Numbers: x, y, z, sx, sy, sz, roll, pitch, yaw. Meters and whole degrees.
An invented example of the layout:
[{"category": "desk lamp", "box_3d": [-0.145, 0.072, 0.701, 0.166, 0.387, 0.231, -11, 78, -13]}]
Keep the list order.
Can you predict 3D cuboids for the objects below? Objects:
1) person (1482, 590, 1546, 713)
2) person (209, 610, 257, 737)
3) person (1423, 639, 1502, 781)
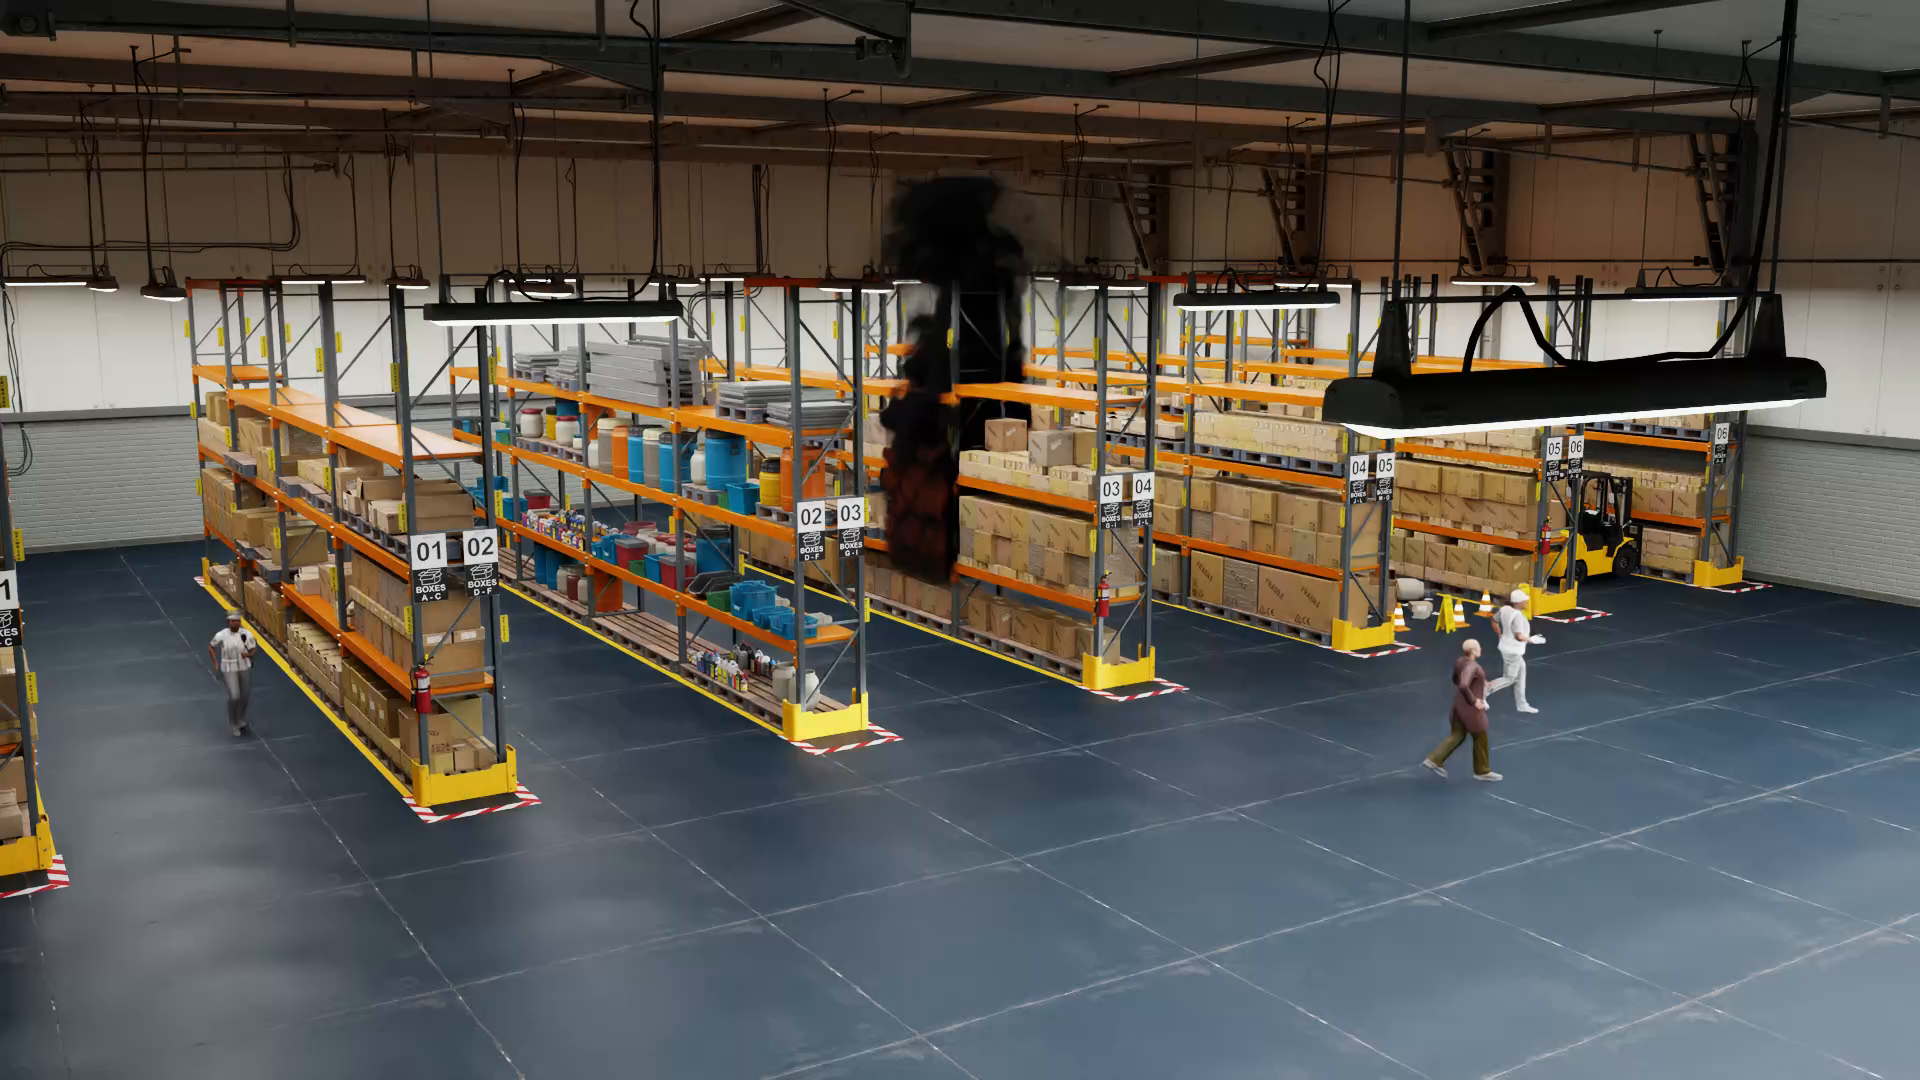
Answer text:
[{"category": "person", "box_3d": [7.683, 1.570, 23.298, 0.967, 1.773, 0.663, 0, 10, 1]}, {"category": "person", "box_3d": [-9.729, 1.784, 22.358, 0.542, 1.733, 0.716, -7, 12, -37]}, {"category": "person", "box_3d": [6.147, 2.066, 20.174, 0.994, 1.768, 0.713, -1, 10, -8]}]
